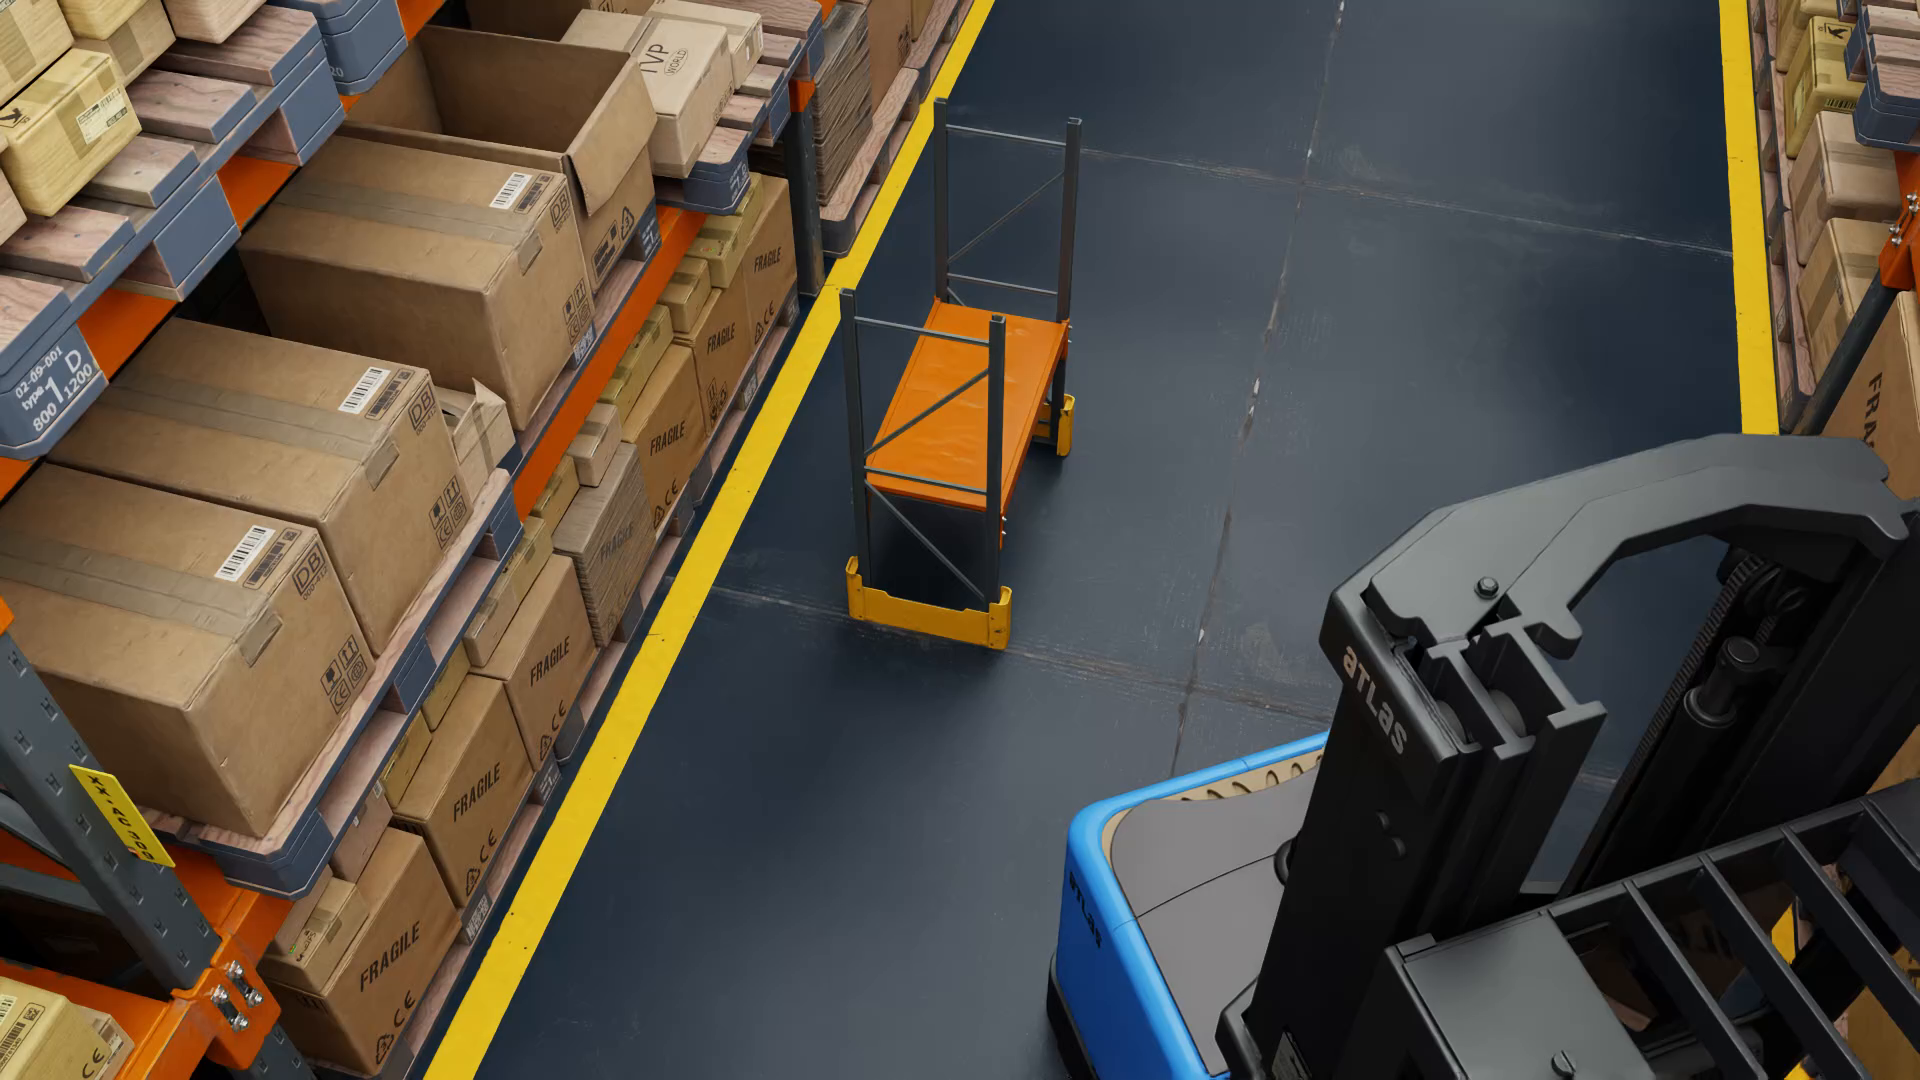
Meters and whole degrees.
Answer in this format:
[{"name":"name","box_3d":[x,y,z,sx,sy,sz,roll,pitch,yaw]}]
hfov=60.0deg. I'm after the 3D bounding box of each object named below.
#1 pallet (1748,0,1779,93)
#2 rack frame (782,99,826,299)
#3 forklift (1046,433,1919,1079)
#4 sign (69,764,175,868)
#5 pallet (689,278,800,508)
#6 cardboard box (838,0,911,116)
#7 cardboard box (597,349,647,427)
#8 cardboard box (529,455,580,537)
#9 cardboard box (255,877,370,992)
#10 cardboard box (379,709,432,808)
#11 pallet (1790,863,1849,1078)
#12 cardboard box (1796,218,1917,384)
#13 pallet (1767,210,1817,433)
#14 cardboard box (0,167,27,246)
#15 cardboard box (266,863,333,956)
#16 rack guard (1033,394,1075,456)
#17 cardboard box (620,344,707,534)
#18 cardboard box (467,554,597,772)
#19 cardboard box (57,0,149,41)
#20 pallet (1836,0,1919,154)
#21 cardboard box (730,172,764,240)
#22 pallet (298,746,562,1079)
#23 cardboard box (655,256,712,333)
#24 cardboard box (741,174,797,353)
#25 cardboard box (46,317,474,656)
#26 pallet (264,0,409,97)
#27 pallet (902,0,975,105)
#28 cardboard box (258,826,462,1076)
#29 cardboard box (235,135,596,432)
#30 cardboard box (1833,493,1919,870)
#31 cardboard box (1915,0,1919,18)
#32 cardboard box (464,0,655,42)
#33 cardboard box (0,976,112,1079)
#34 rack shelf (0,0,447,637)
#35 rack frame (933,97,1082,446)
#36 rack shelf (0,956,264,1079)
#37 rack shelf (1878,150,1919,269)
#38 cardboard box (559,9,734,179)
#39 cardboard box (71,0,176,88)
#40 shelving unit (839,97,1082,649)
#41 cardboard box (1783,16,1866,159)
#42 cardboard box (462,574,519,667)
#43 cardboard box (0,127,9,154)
[{"name":"pallet","box_3d":[4.555,-2.604,8.408,1.003,0.211,1.213,12,50,10]},{"name":"rack frame","box_3d":[-1.084,-2.174,6.168,1.000,3.000,0.127,12,50,10]},{"name":"forklift","box_3d":[1.226,1.352,3.102,1.130,2.935,3.031,-15,50,-13]},{"name":"sign","box_3d":[-1.611,0.534,3.200,0.100,0.325,0.005,12,50,10]},{"name":"pallet","box_3d":[-1.317,-0.719,6.744,1.003,0.211,1.213,12,50,10]},{"name":"cardboard box","box_3d":[-0.742,-2.450,7.715,0.875,0.625,0.625,13,50,11]},{"name":"cardboard box","box_3d":[-1.302,-0.546,5.685,0.380,0.149,0.250,11,49,9]},{"name":"cardboard box","box_3d":[-1.460,-0.172,5.356,0.380,0.149,0.250,12,50,10]},{"name":"cardboard box","box_3d":[-1.786,0.986,4.334,0.380,0.149,0.250,14,50,12]},{"name":"cardboard box","box_3d":[-1.731,0.582,4.690,0.380,0.149,0.250,9,49,8]},{"name":"pallet","box_3d":[3.102,1.160,5.085,1.003,0.211,1.213,12,50,10]},{"name":"cardboard box","box_3d":[3.864,-0.873,6.493,0.950,0.372,0.625,9,49,7]},{"name":"pallet","box_3d":[3.913,-0.840,6.850,1.003,0.211,1.213,12,50,10]},{"name":"cardboard box","box_3d":[-1.675,-0.500,2.511,0.380,0.149,0.250,12,50,11]},{"name":"cardboard box","box_3d":[-1.844,0.875,4.233,0.380,0.149,0.250,11,49,9]},{"name":"rack guard","box_3d":[0.151,-0.498,6.523,0.587,0.250,0.087,12,50,10]},{"name":"cardboard box","box_3d":[-1.265,-0.399,5.988,0.500,0.500,0.500,14,50,12]},{"name":"cardboard box","box_3d":[-1.526,0.355,5.324,0.500,0.500,0.500,10,49,9]},{"name":"cardboard box","box_3d":[-1.526,-0.972,2.729,0.380,0.149,0.250,11,49,9]},{"name":"pallet","box_3d":[3.790,-1.670,5.852,1.213,0.211,1.003,12,50,10]},{"name":"cardboard box","box_3d":[-0.970,-1.293,6.345,0.380,0.149,0.250,9,49,8]},{"name":"pallet","box_3d":[-1.959,1.046,5.186,1.003,0.211,1.213,12,50,10]},{"name":"cardboard box","box_3d":[-1.124,-0.908,6.005,0.380,0.149,0.250,10,49,9]},{"name":"cardboard box","box_3d":[-0.988,-1.138,6.641,0.500,0.500,0.500,13,50,11]},{"name":"cardboard box","box_3d":[-1.658,-0.133,4.020,0.700,0.500,0.500,12,50,10]},{"name":"pallet","box_3d":[-1.628,-1.420,3.627,1.213,0.211,1.003,12,50,10]},{"name":"pallet","box_3d":[-0.507,-2.719,8.509,1.003,0.211,1.213,12,50,10]},{"name":"cardboard box","box_3d":[-1.793,1.102,4.664,0.500,0.500,0.500,14,50,12]},{"name":"cardboard box","box_3d":[-1.451,-0.701,4.521,0.700,0.500,0.500,11,50,10]},{"name":"cardboard box","box_3d":[3.205,0.494,4.950,0.875,0.875,0.875,12,50,10]},{"name":"cardboard box","box_3d":[3.589,-1.936,5.845,0.380,0.149,0.250,11,50,10]},{"name":"cardboard box","box_3d":[-1.370,-2.005,5.672,0.500,0.500,0.500,14,50,12]},{"name":"cardboard box","box_3d":[-2.036,1.087,3.192,0.500,0.250,0.500,13,50,11]},{"name":"rack shelf","box_3d":[-1.611,-1.482,4.037,1.077,0.370,4.000,12,50,10]},{"name":"rack frame","box_3d":[0.156,-0.926,6.067,0.500,1.500,0.032,12,50,10]},{"name":"rack shelf","box_3d":[-2.663,2.404,2.608,1.077,0.370,4.000,12,50,10]},{"name":"rack shelf","box_3d":[4.232,-2.406,6.853,1.077,0.370,4.000,12,50,10]},{"name":"cardboard box","box_3d":[-1.050,-1.436,5.337,0.500,0.250,0.500,9,49,8]},{"name":"cardboard box","box_3d":[-1.601,-0.883,2.849,0.380,0.149,0.250,12,50,10]},{"name":"shelving unit","box_3d":[0.020,-0.551,5.736,0.587,1.500,1.083,12,50,10]},{"name":"cardboard box","box_3d":[4.255,-1.956,7.448,0.950,0.372,0.625,13,50,11]},{"name":"cardboard box","box_3d":[-1.570,0.208,5.020,0.380,0.149,0.250,11,50,10]},{"name":"cardboard box","box_3d":[-1.635,-0.590,2.392,0.380,0.149,0.250,13,50,11]}]
